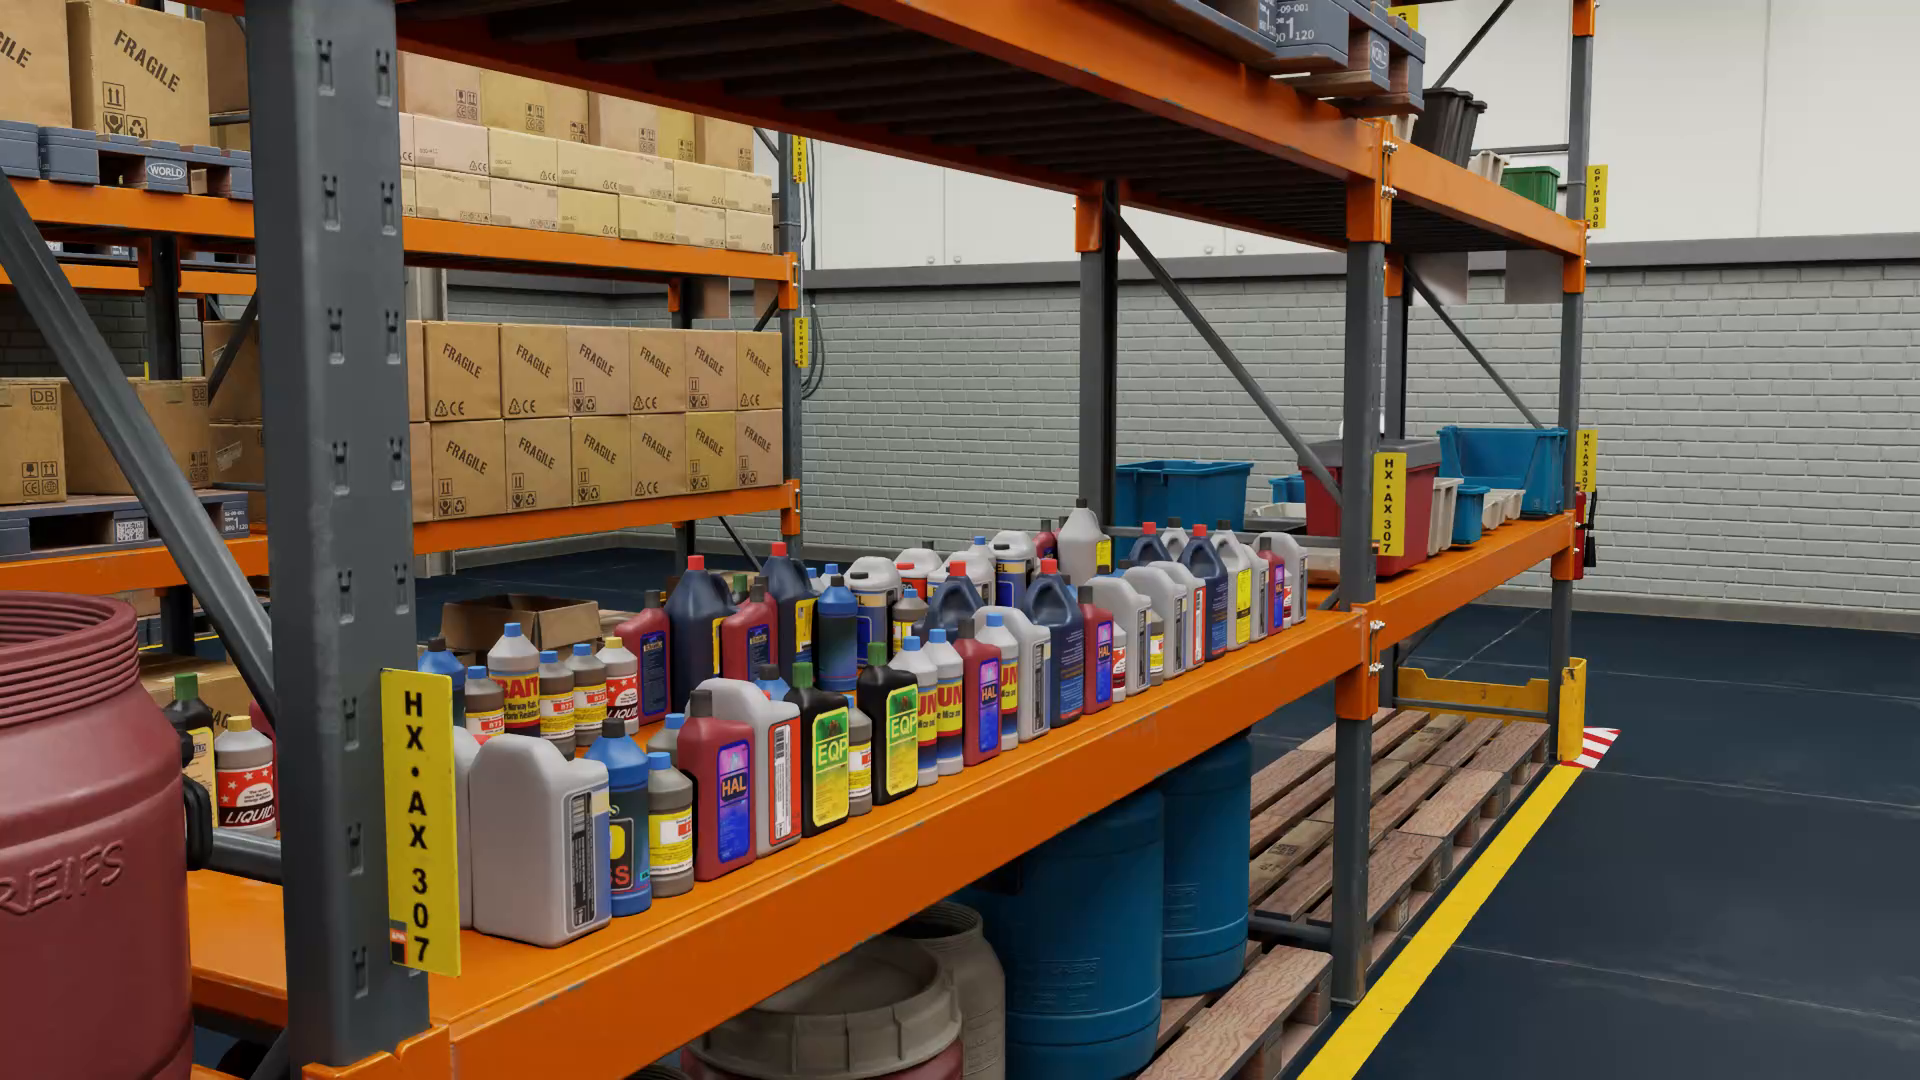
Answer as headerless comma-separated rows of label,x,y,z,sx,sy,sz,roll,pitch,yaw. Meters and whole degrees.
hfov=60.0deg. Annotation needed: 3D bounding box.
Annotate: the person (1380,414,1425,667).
person,2.661,0.123,10.348,0.508,1.819,0.535,2,6,19
